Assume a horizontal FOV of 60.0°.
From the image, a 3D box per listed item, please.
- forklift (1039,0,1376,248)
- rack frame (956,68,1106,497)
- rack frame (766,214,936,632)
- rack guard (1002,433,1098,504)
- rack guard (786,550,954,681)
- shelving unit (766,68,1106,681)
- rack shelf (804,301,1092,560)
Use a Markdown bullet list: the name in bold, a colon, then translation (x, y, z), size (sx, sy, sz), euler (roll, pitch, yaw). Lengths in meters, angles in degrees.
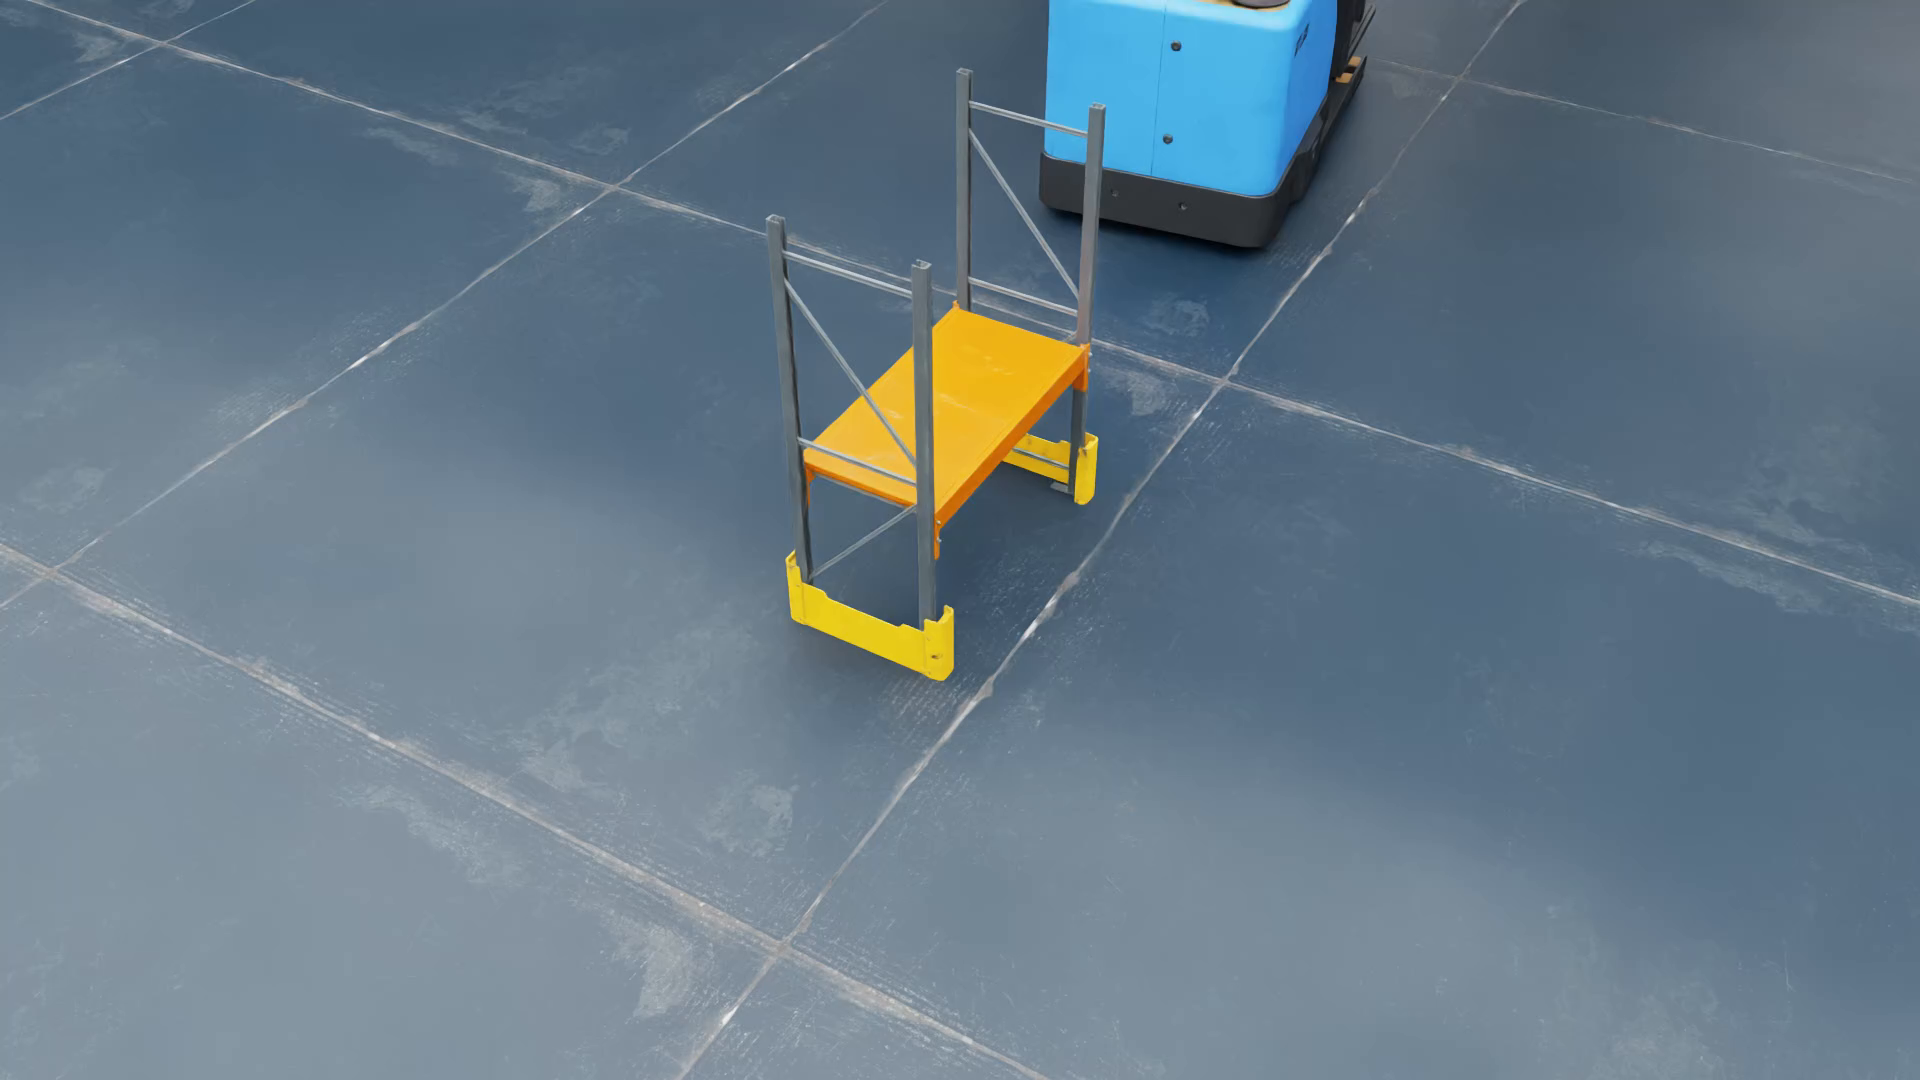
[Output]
- **forklift**: translation (1.377, -3.320, 7.302), size (1.130, 2.935, 3.031), euler (15, 44, 17)
- **rack frame**: translation (0.212, -0.805, 5.529), size (0.500, 1.500, 0.032), euler (21, 45, 22)
- **rack frame**: translation (-0.297, -0.223, 4.869), size (0.500, 1.500, 0.032), euler (21, 45, 22)
- **rack guard**: translation (0.211, -0.335, 5.941), size (0.587, 0.250, 0.087), euler (21, 45, 22)
- **rack guard**: translation (-0.287, 0.235, 5.294), size (0.587, 0.250, 0.087), euler (21, 45, 22)
- **shelving unit**: translation (-0.038, -0.519, 5.205), size (0.587, 1.500, 1.083), euler (21, 45, 22)
- **rack shelf**: translation (-0.043, -0.379, 5.318), size (0.538, 0.185, 1.000), euler (21, 45, 22)
